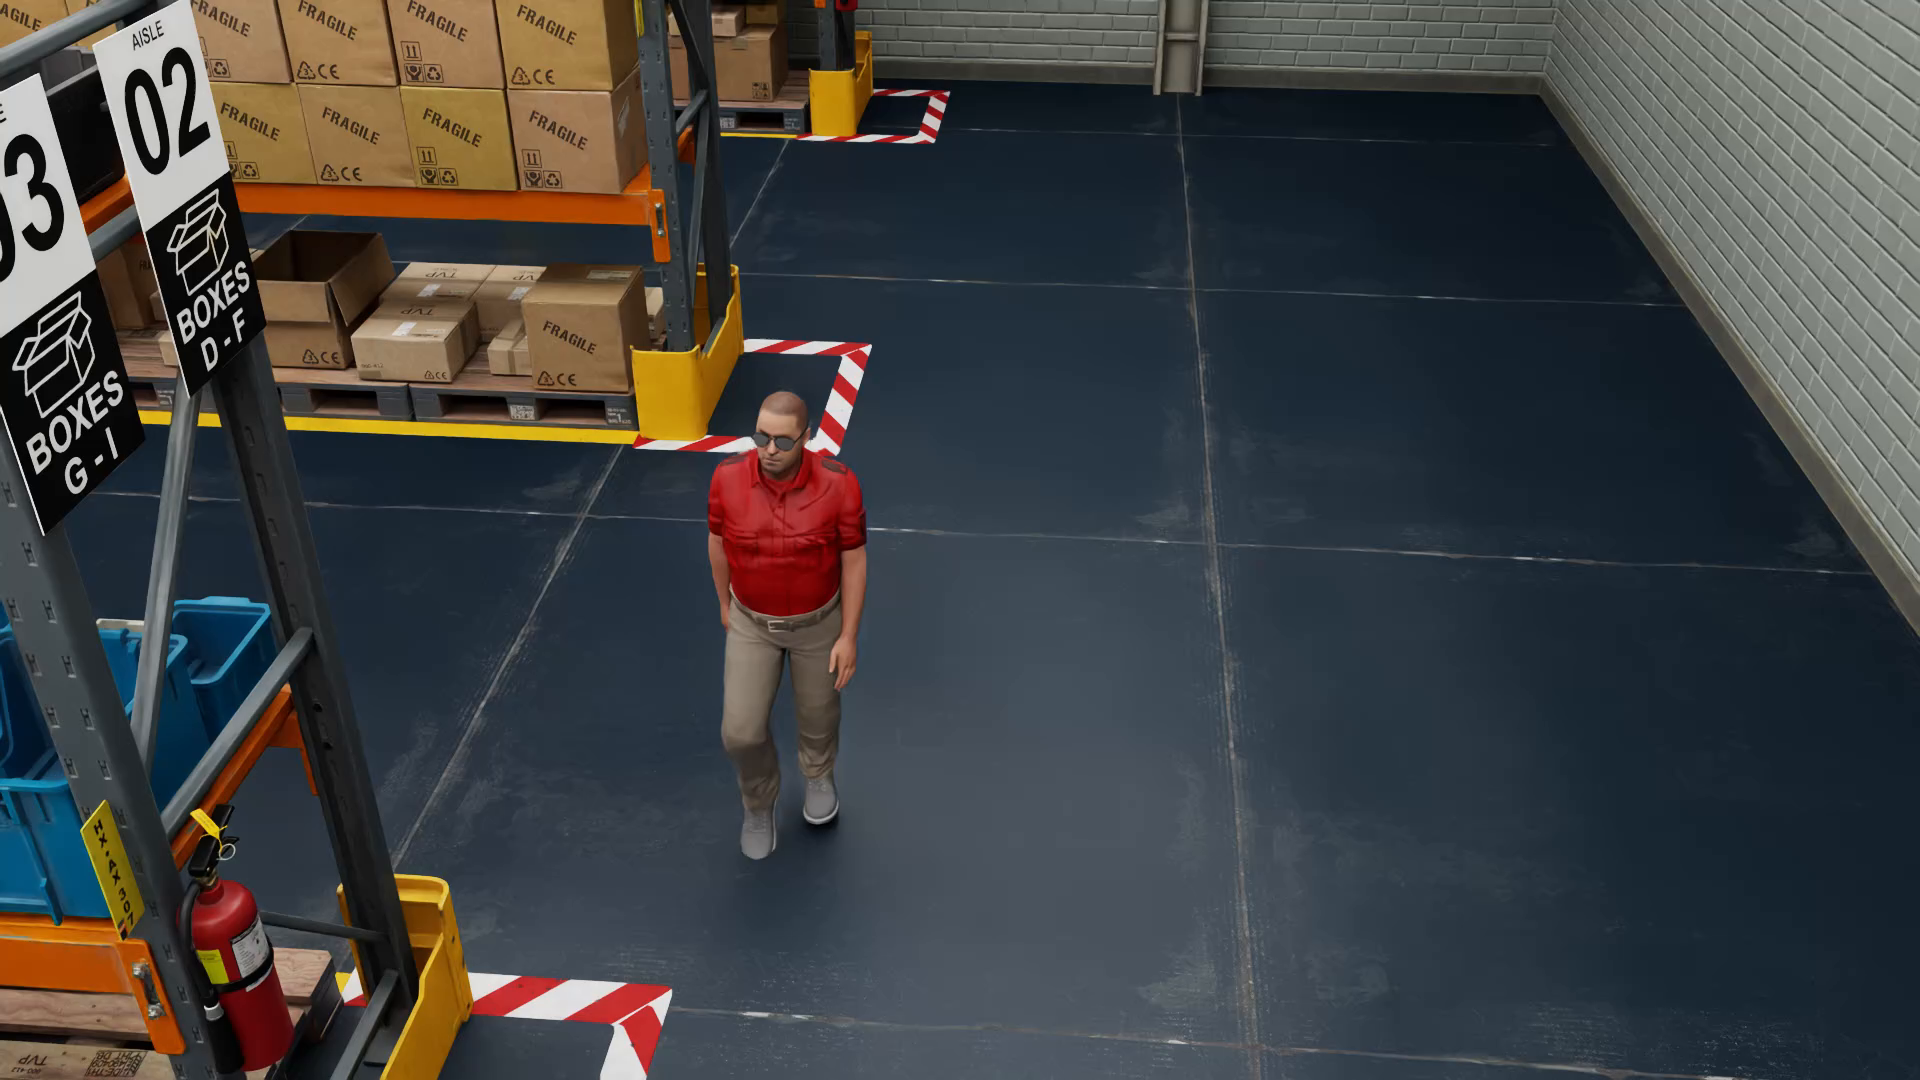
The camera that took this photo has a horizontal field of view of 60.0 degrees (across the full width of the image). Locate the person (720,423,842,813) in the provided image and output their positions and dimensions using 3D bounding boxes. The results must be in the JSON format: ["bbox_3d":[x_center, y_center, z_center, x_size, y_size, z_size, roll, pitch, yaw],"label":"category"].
[{"bbox_3d":[-0.595,0.299,5.618,0.442,1.541,0.449,0,32,1],"label":"person"}]
